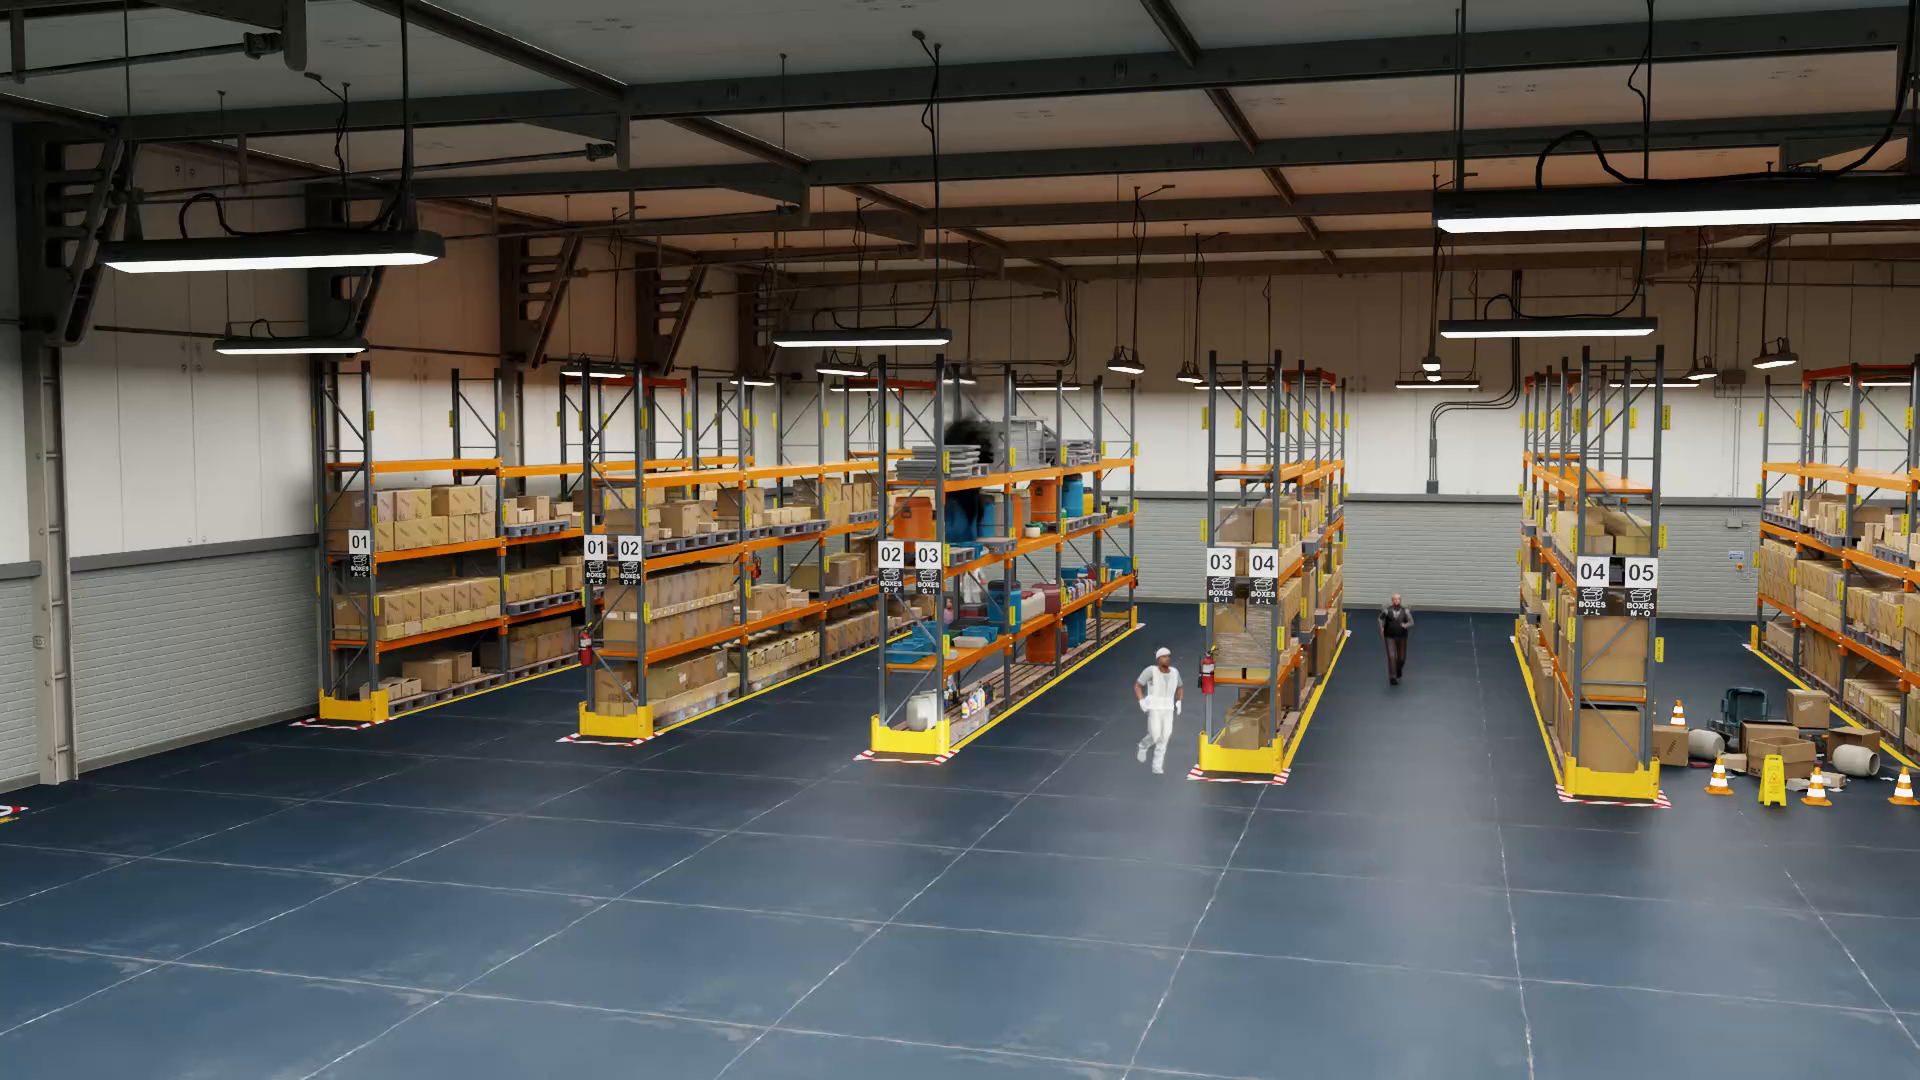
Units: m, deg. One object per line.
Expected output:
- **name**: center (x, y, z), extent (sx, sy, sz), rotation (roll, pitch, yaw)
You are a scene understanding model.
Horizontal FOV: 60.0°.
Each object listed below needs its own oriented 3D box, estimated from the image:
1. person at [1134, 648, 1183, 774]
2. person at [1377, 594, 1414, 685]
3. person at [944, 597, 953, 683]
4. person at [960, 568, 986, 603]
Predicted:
- **person**: center (2.841, 2.414, 23.644), extent (0.739, 1.780, 0.596), rotation (-1, 4, -19)
- **person**: center (8.299, 1.878, 31.678), extent (0.666, 1.699, 0.930), rotation (1, 4, 11)
- **person**: center (-0.195, 1.892, 31.986), extent (0.538, 1.596, 0.844), rotation (1, 4, 11)
- **person**: center (0.290, 1.283, 39.548), extent (0.673, 1.790, 0.989), rotation (1, 4, 10)
